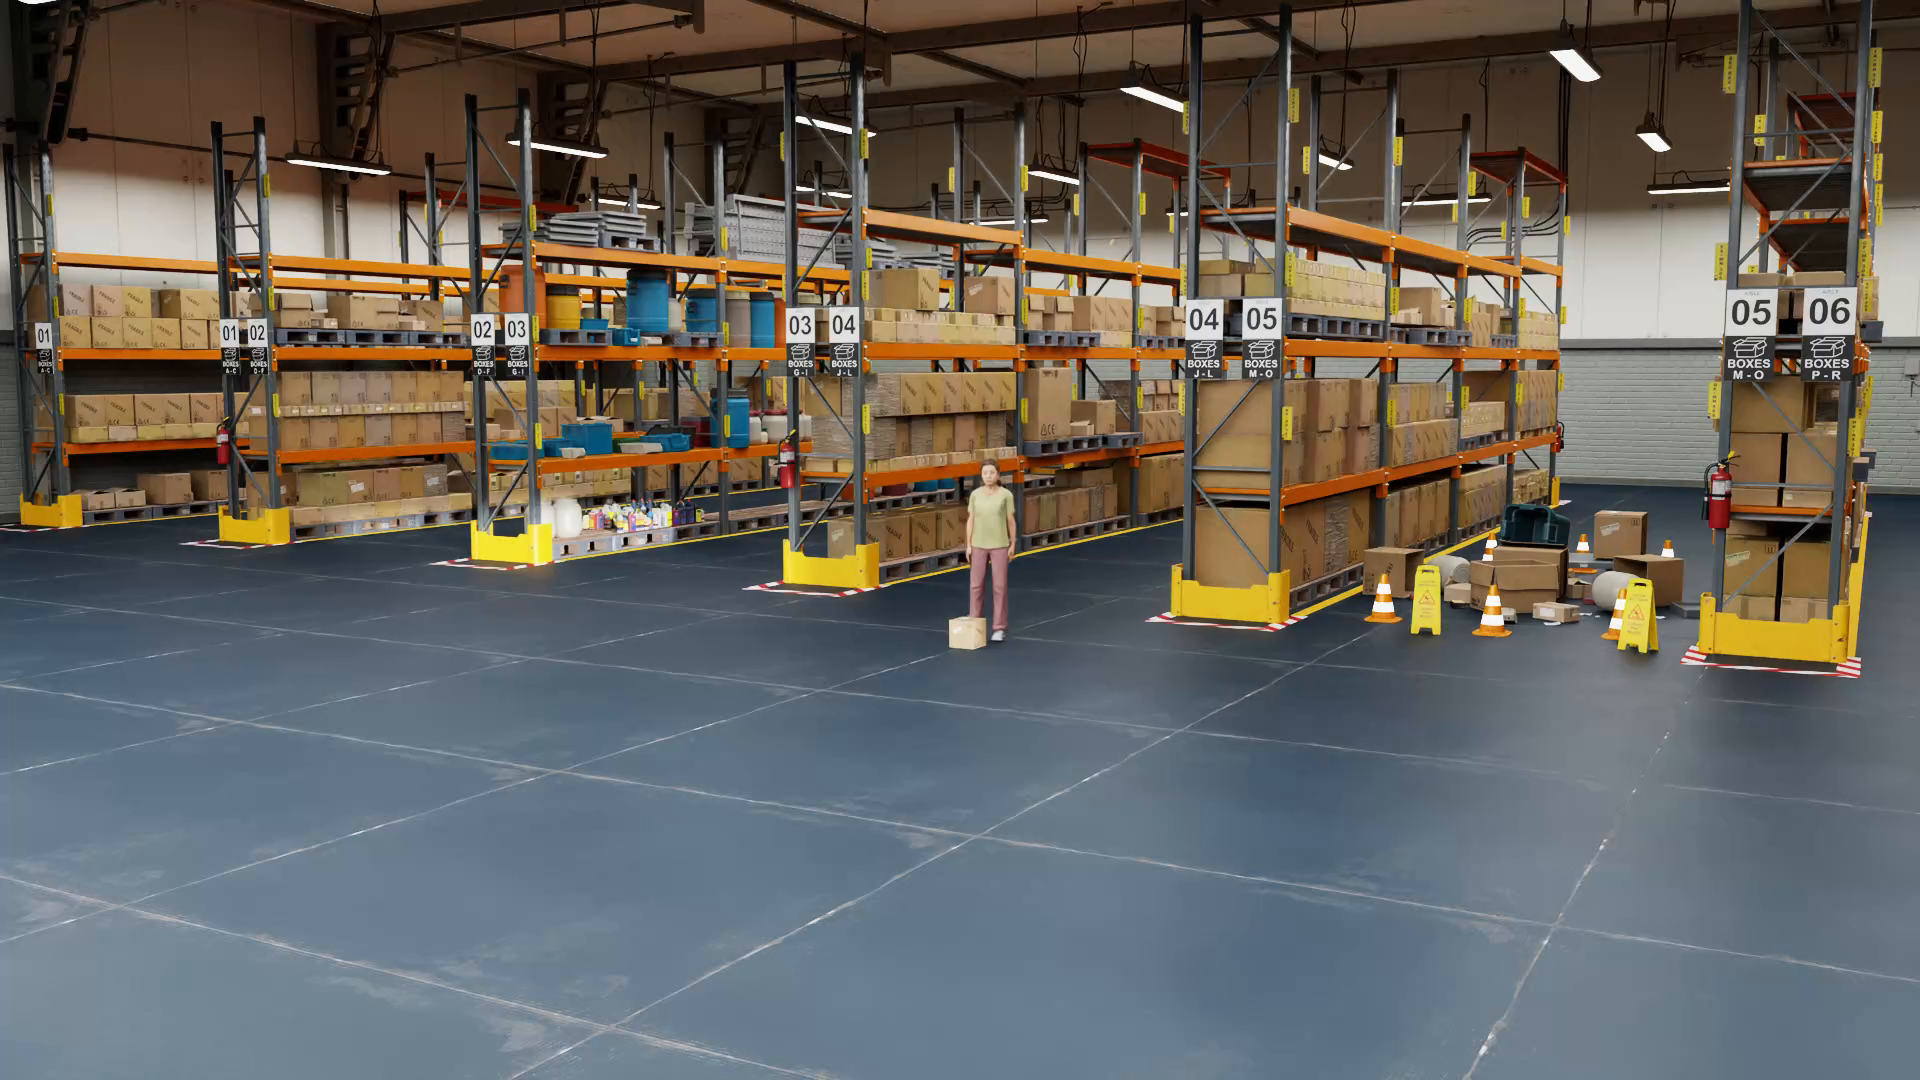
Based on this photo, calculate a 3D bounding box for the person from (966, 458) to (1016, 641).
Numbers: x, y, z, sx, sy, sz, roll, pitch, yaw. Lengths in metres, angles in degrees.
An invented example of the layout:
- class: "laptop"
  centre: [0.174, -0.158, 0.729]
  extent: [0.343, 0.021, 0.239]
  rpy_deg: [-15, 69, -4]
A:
- class: "person"
  centre: [0.280, 0.086, 15.439]
  extent: [0.462, 1.680, 0.401]
  rpy_deg: [1, 6, 11]
